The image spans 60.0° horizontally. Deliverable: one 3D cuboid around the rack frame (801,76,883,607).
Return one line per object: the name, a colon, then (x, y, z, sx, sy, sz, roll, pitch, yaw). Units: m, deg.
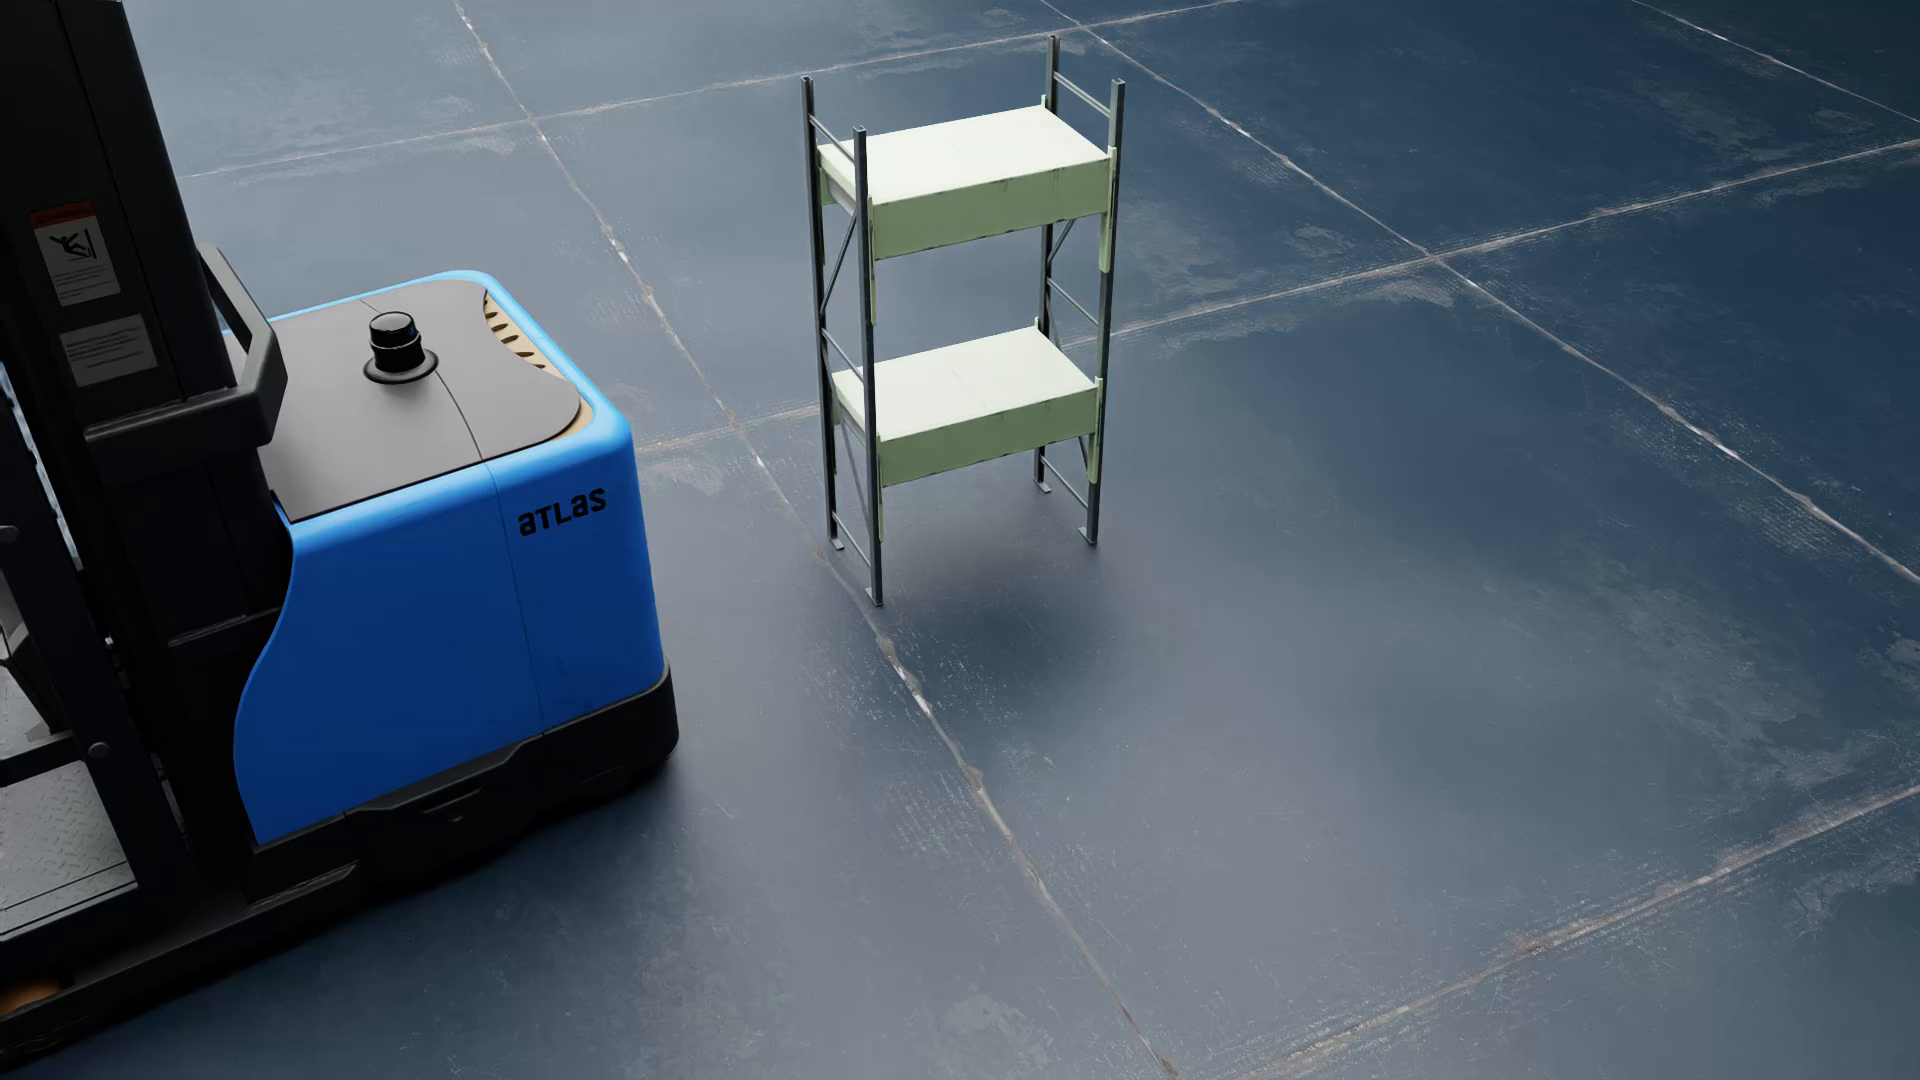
rack frame: (-0.325, -0.511, 4.681, 0.023, 1.500, 0.400, -16, 39, -20)

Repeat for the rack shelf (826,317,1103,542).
rack shelf: (0.006, -0.342, 5.000, 0.720, 0.370, 0.431, -16, 39, -20)

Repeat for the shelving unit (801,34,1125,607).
shelving unit: (0.006, -0.604, 4.805, 0.755, 1.500, 0.431, -16, 39, -20)

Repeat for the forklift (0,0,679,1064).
forklift: (-2.258, -0.335, 3.241, 3.031, 2.935, 1.130, -22, 42, -26)

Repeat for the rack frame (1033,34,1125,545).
rack frame: (0.337, -0.697, 4.930, 0.023, 1.500, 0.400, -16, 39, -20)

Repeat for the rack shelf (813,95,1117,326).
rack shelf: (0.006, -0.918, 4.573, 0.720, 0.370, 0.431, -16, 39, -20)
